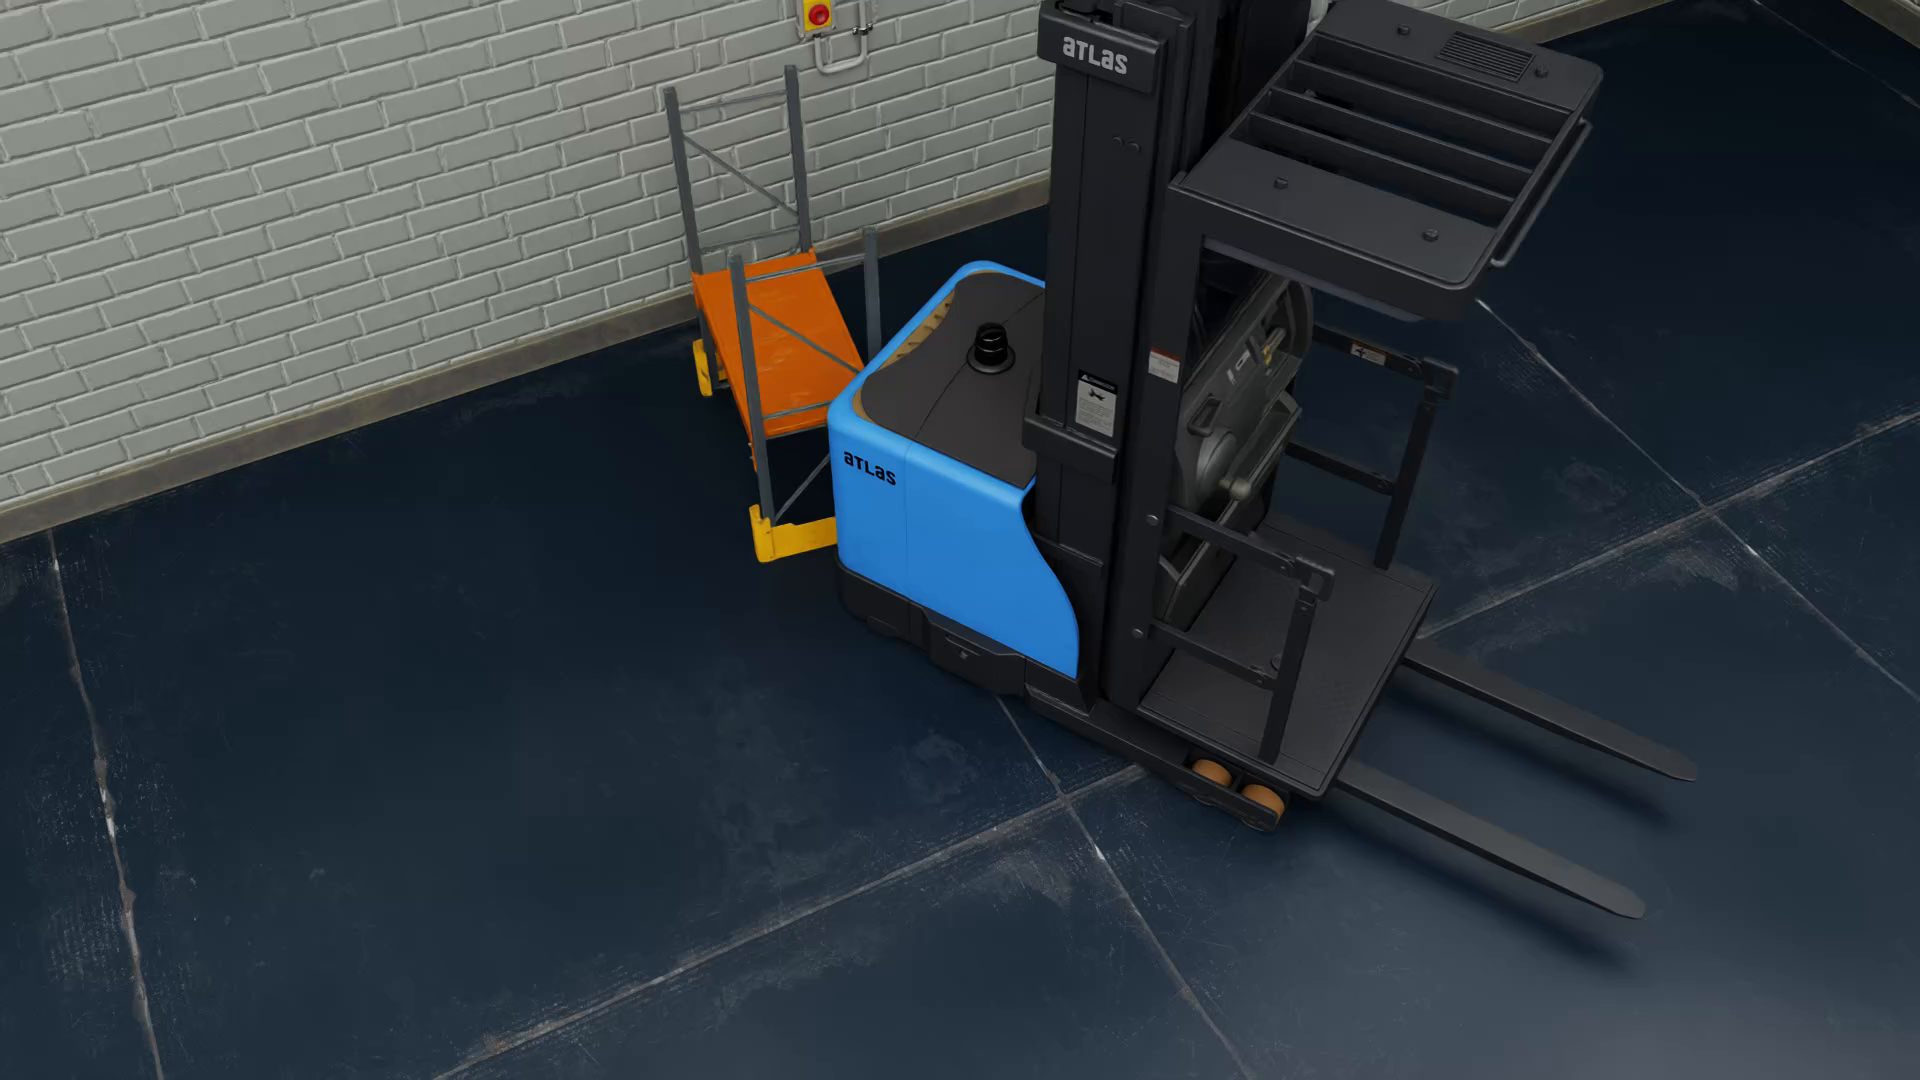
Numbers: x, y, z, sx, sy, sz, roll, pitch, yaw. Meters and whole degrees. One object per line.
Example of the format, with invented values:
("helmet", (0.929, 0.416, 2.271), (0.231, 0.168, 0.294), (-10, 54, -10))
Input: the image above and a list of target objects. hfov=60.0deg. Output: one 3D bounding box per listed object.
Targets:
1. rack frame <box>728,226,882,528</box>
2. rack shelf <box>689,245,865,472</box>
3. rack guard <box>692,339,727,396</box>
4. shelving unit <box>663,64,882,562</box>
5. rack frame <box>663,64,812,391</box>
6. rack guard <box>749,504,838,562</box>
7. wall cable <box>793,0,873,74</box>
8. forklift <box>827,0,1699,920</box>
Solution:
("rack frame", (-0.521, -0.487, 6.073), (0.500, 1.500, 0.032), (-14, 50, -12))
("rack shelf", (-0.684, -0.731, 6.525), (0.538, 0.185, 1.000), (-14, 50, -12))
("rack guard", (-0.847, -0.800, 7.176), (0.587, 0.250, 0.087), (-14, 50, -12))
("shelving unit", (-0.687, -0.856, 6.395), (0.587, 1.500, 1.083), (-14, 50, -12))
("rack frame", (-0.848, -1.212, 6.706), (0.500, 1.500, 0.032), (-14, 50, -12))
("rack guard", (-0.527, -0.090, 6.555), (0.587, 0.250, 0.087), (-14, 50, -12))
("wall cable", (-0.602, -2.538, 6.174), (0.585, 1.953, 0.123), (-21, 52, -18))
("forklift", (1.056, -0.423, 5.065), (3.031, 2.935, 1.130), (25, 53, 20))
